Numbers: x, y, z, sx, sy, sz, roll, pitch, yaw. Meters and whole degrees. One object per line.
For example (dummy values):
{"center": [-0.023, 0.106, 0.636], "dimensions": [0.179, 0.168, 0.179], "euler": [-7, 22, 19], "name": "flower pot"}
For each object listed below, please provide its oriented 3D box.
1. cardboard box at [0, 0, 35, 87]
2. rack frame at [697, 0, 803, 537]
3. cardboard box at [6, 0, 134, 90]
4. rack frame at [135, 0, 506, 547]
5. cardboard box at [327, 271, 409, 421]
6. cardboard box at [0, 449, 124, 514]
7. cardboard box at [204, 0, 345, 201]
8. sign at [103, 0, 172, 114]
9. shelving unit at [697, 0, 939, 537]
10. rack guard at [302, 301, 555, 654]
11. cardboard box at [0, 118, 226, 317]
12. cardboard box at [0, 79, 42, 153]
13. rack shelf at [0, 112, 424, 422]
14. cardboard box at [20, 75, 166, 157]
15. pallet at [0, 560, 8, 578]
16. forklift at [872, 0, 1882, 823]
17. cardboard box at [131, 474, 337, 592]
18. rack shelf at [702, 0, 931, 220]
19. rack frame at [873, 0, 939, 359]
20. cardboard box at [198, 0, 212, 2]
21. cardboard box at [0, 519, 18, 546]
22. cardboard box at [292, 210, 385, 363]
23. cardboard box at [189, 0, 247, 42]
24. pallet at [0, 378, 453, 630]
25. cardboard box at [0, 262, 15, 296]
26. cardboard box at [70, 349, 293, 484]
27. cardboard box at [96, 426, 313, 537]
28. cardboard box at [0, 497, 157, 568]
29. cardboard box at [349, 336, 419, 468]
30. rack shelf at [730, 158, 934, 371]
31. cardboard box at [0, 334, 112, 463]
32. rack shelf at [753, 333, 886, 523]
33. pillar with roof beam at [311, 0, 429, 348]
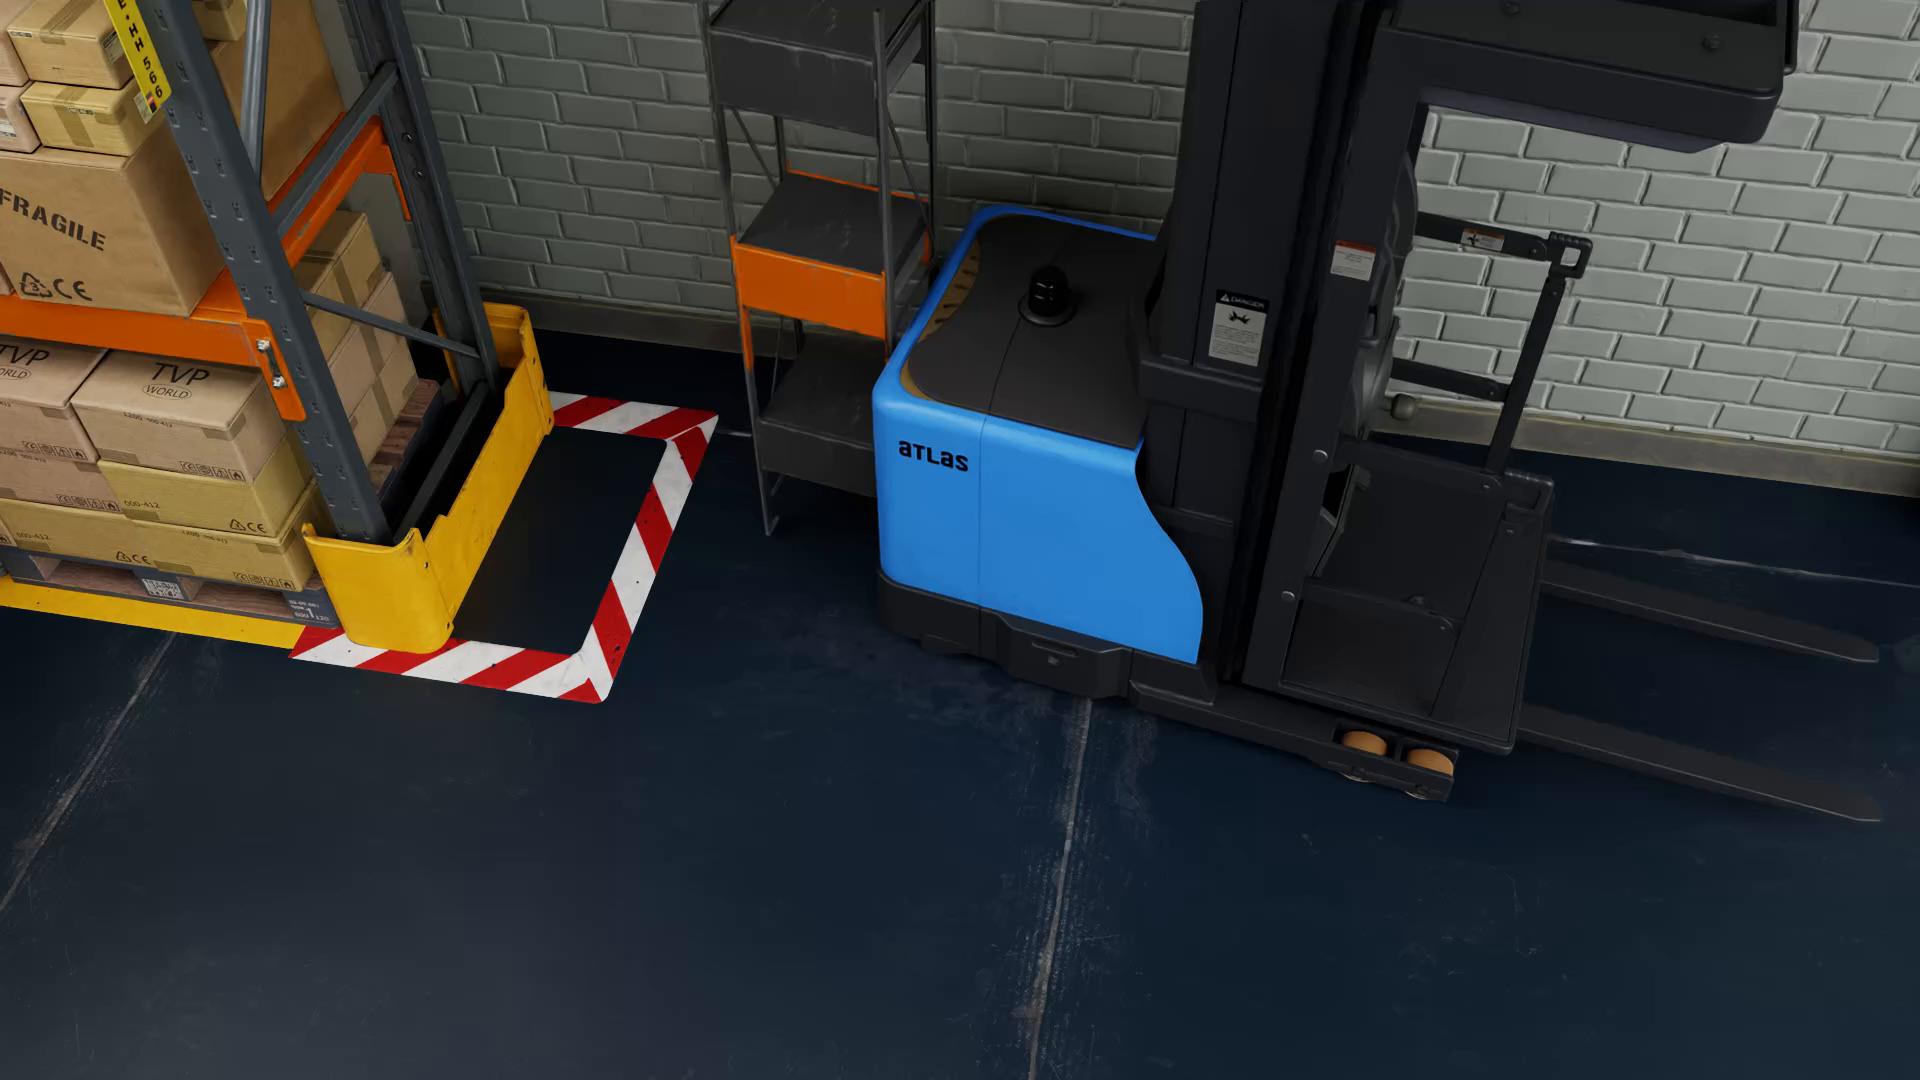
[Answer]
{"center": [-2.422, -1.330, 4.225], "dimensions": [0.250, 0.149, 0.380], "euler": [8, 49, 7], "name": "cardboard box"}
{"center": [-0.599, -0.856, 5.107], "dimensions": [0.015, 2.100, 0.400], "euler": [15, 50, 13], "name": "rack frame"}
{"center": [-2.174, -1.320, 4.216], "dimensions": [0.250, 0.149, 0.380], "euler": [8, 49, 7], "name": "cardboard box"}
{"center": [-1.784, -1.077, 4.701], "dimensions": [0.127, 3.000, 1.000], "euler": [8, 49, 7], "name": "rack frame"}
{"center": [-2.209, -0.680, 5.574], "dimensions": [0.500, 0.250, 0.500], "euler": [8, 49, 8], "name": "cardboard box"}
{"center": [-2.810, -0.375, 5.301], "dimensions": [0.500, 0.250, 0.500], "euler": [7, 48, 6], "name": "cardboard box"}
{"center": [-2.222, -1.379, 4.905], "dimensions": [0.500, 0.500, 0.500], "euler": [9, 49, 8], "name": "cardboard box"}
{"center": [-1.894, -1.148, 3.827], "dimensions": [0.005, 0.325, 0.100], "euler": [8, 49, 7], "name": "sign"}
{"center": [-0.369, -0.795, 5.053], "dimensions": [0.503, 2.100, 0.431], "euler": [15, 50, 13], "name": "shelving unit"}
{"center": [-1.760, -0.238, 5.628], "dimensions": [0.348, 0.500, 1.175], "euler": [8, 49, 7], "name": "rack guard"}
{"center": [-2.315, -0.983, 4.550], "dimensions": [0.500, 0.500, 0.500], "euler": [7, 48, 6], "name": "cardboard box"}
{"center": [-2.431, -1.180, 4.290], "dimensions": [0.250, 0.149, 0.380], "euler": [8, 49, 7], "name": "cardboard box"}
{"center": [-3.752, -1.101, 5.206], "dimensions": [4.000, 0.370, 1.077], "euler": [8, 49, 7], "name": "rack shelf"}
{"center": [-2.175, -1.168, 4.279], "dimensions": [0.250, 0.149, 0.380], "euler": [8, 49, 7], "name": "cardboard box"}
{"center": [-3.741, -0.379, 5.948], "dimensions": [1.213, 0.211, 1.003], "euler": [8, 49, 7], "name": "pallet"}
{"center": [1.307, -0.641, 4.356], "dimensions": [3.031, 2.935, 1.130], "euler": [15, 50, 13], "name": "forklift"}
{"center": [-2.302, -0.129, 5.416], "dimensions": [0.500, 0.250, 0.500], "euler": [8, 49, 7], "name": "cardboard box"}
{"center": [-0.369, -1.254, 4.542], "dimensions": [0.480, 0.518, 0.431], "euler": [15, 50, 13], "name": "rack shelf"}
{"center": [-0.140, -0.734, 4.998], "dimensions": [0.015, 2.100, 0.400], "euler": [15, 50, 13], "name": "rack frame"}
{"center": [-2.076, -1.627, 4.492], "dimensions": [0.250, 0.149, 0.380], "euler": [7, 48, 6], "name": "cardboard box"}
{"center": [-3.281, -0.275, 5.546], "dimensions": [0.500, 0.250, 0.500], "euler": [8, 49, 7], "name": "cardboard box"}
{"center": [-2.223, -0.835, 5.377], "dimensions": [0.500, 0.250, 0.500], "euler": [7, 48, 6], "name": "cardboard box"}
{"center": [-2.071, -1.562, 4.634], "dimensions": [0.250, 0.149, 0.380], "euler": [7, 48, 6], "name": "cardboard box"}
{"center": [-2.544, -0.215, 5.802], "dimensions": [1.213, 0.211, 1.003], "euler": [8, 49, 7], "name": "pallet"}
{"center": [-2.823, -1.059, 4.617], "dimensions": [0.500, 0.500, 0.500], "euler": [9, 49, 8], "name": "cardboard box"}
{"center": [-2.292, -0.465, 5.045], "dimensions": [0.500, 0.250, 0.500], "euler": [9, 49, 8], "name": "cardboard box"}
{"center": [-2.318, -0.301, 5.234], "dimensions": [0.500, 0.250, 0.500], "euler": [7, 48, 6], "name": "cardboard box"}
{"center": [-2.790, -0.202, 5.481], "dimensions": [0.500, 0.250, 0.500], "euler": [8, 49, 7], "name": "cardboard box"}
{"center": [-2.232, -0.506, 5.755], "dimensions": [0.500, 0.250, 0.500], "euler": [8, 49, 7], "name": "cardboard box"}
{"center": [-0.369, -0.786, 5.063], "dimensions": [0.480, 0.518, 0.431], "euler": [15, 50, 13], "name": "rack shelf"}
{"center": [-2.796, -0.528, 5.102], "dimensions": [0.500, 0.250, 0.500], "euler": [8, 49, 8], "name": "cardboard box"}
{"center": [-0.369, -0.318, 5.583], "dimensions": [0.480, 0.518, 0.431], "euler": [15, 50, 13], "name": "rack shelf"}
{"center": [-3.074, -0.683, 0.314], "dimensions": [0.400, 9.000, 9.100], "euler": [8, 49, 7], "name": "pillar with roof beam"}
